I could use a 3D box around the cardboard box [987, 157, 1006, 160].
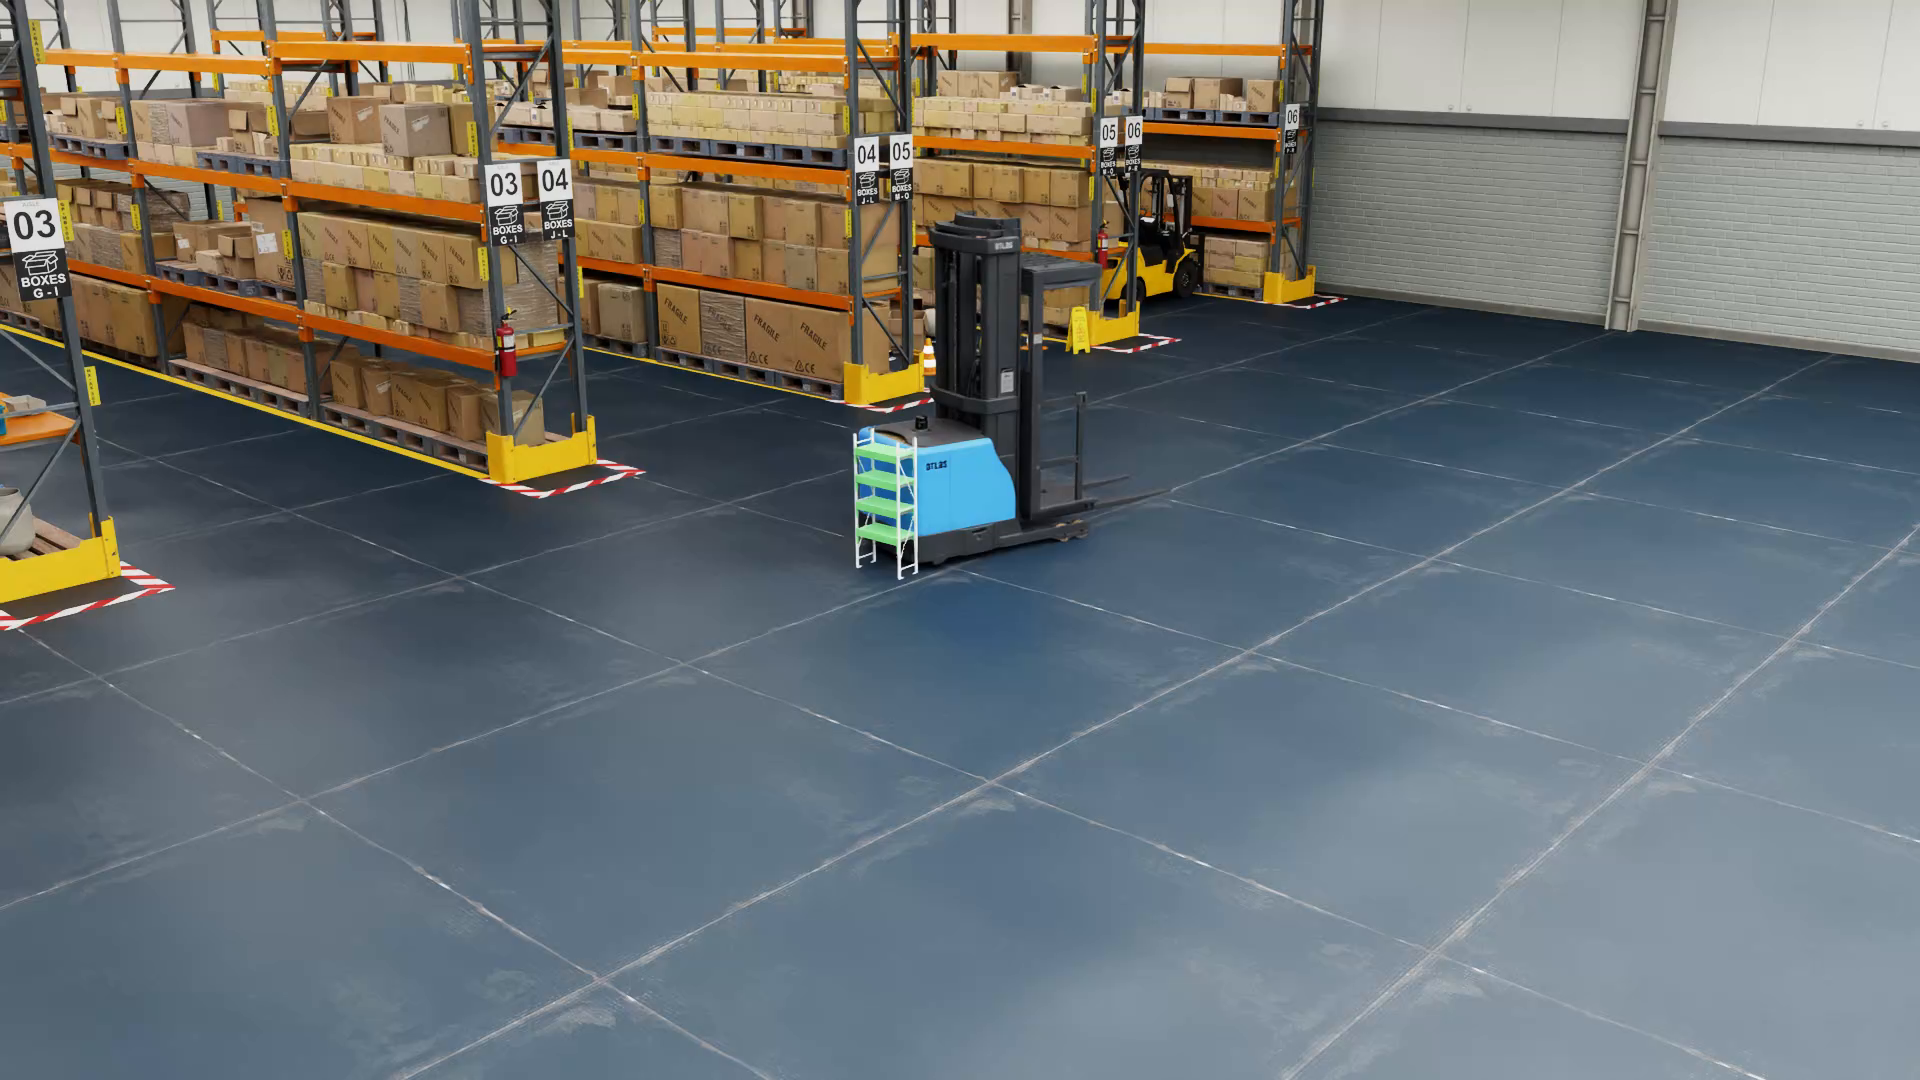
[{"bbox_3d":[0.728,-7.263,31.938,0.250,0.149,0.380,15,23,39],"label":"cardboard box"}]

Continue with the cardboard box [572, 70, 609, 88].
[{"bbox_3d":[-7.031,-8.692,31.696,0.500,0.500,0.500,16,23,40],"label":"cardboard box"}]

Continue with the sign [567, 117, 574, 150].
[{"bbox_3d":[-3.973,-4.119,16.866,0.005,0.325,0.100,15,23,39],"label":"sign"}]

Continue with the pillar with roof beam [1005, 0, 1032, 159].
[{"bbox_3d":[-1.731,-8.950,28.573,0.400,9.000,9.100,15,23,39],"label":"pillar with roof beam"}]

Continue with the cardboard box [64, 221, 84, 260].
[{"bbox_3d":[-12.379,-4.257,23.538,0.500,0.500,0.500,14,23,38],"label":"cardboard box"}]

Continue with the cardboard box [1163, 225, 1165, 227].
[{"bbox_3d":[3.431,-5.532,29.919,0.500,0.250,0.500,15,23,38],"label":"cardboard box"}]

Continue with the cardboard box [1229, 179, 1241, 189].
[{"bbox_3d":[4.727,-5.989,27.925,0.250,0.149,0.380,16,23,40],"label":"cardboard box"}]

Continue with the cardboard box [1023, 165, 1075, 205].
[{"bbox_3d":[1.344,-5.214,24.412,0.500,0.500,0.700,15,23,40],"label":"cardboard box"}]

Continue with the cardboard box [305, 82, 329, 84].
[{"bbox_3d":[-11.153,-7.885,28.941,0.250,0.149,0.380,14,22,38],"label":"cardboard box"}]

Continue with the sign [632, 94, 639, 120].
[{"bbox_3d":[-4.310,-5.756,22.095,0.005,0.325,0.100,15,23,39],"label":"sign"}]

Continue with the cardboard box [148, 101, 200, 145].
[{"bbox_3d":[-9.759,-5.216,20.778,0.500,0.500,0.500,15,23,40],"label":"cardboard box"}]

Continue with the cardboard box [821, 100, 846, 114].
[{"bbox_3d":[-1.442,-5.180,19.893,0.250,0.149,0.380,15,23,40],"label":"cardboard box"}]

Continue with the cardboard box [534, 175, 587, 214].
[{"bbox_3d":[-5.855,-5.086,24.499,0.500,0.500,0.700,15,23,38],"label":"cardboard box"}]

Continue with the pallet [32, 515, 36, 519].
[{"bbox_3d":[-9.221,-0.114,15.260,1.213,0.211,1.003,15,23,39],"label":"pallet"}]

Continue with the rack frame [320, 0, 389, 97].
[{"bbox_3d":[-9.940,-8.520,27.222,0.127,3.000,1.000,15,23,39],"label":"rack frame"}]

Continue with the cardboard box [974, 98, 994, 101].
[{"bbox_3d":[0.425,-6.665,25.431,0.250,0.149,0.380,14,23,38],"label":"cardboard box"}]

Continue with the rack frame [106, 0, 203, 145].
[{"bbox_3d":[-10.316,-6.615,21.219,0.127,3.000,1.000,15,23,39],"label":"rack frame"}]

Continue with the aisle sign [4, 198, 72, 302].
[{"bbox_3d":[-7.372,-2.320,13.304,0.004,0.787,0.394,15,23,39],"label":"aisle sign"}]

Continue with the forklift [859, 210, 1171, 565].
[{"bbox_3d":[0.591,-1.503,15.139,3.031,2.935,1.130,-11,21,-32],"label":"forklift"}]

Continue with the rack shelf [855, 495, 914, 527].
[{"bbox_3d":[-0.636,-0.249,14.262,0.480,0.148,0.258,14,22,37],"label":"rack shelf"}]

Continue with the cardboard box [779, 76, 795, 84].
[{"bbox_3d":[-3.506,-9.465,34.222,0.250,0.149,0.380,16,24,41],"label":"cardboard box"}]

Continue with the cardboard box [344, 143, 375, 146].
[{"bbox_3d":[-6.750,-4.427,18.870,0.250,0.149,0.380,15,23,40],"label":"cardboard box"}]

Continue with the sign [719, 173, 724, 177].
[{"bbox_3d":[-4.104,-6.424,28.618,0.005,0.325,0.100,15,23,39],"label":"sign"}]

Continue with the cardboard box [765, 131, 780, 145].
[{"bbox_3d":[-2.200,-5.004,20.655,0.250,0.149,0.380,15,23,38],"label":"cardboard box"}]

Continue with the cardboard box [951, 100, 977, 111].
[{"bbox_3d":[0.075,-6.550,25.069,0.250,0.149,0.380,14,22,37],"label":"cardboard box"}]

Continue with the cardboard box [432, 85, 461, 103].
[{"bbox_3d":[-7.817,-6.822,25.398,0.258,0.266,0.396,15,23,39],"label":"cardboard box"}]

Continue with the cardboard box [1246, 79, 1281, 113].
[{"bbox_3d":[5.044,-7.275,27.230,0.500,0.500,0.500,16,24,41],"label":"cardboard box"}]

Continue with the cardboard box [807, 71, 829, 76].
[{"bbox_3d":[-2.944,-9.731,34.372,0.258,0.266,0.396,15,23,39],"label":"cardboard box"}]

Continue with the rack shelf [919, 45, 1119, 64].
[{"bbox_3d":[1.049,-9.046,30.729,4.000,0.370,1.077,15,23,39],"label":"rack shelf"}]

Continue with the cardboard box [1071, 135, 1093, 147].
[{"bbox_3d":[1.792,-5.710,23.740,0.250,0.149,0.380,15,23,39],"label":"cardboard box"}]

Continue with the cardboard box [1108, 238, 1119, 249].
[{"bbox_3d":[2.128,-4.387,24.530,0.250,0.149,0.380,15,23,39],"label":"cardboard box"}]

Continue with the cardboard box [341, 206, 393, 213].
[{"bbox_3d":[-6.805,-3.591,19.296,0.500,0.500,0.500,15,23,39],"label":"cardboard box"}]

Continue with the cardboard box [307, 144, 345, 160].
[{"bbox_3d":[-7.042,-4.328,18.559,0.250,0.149,0.380,14,22,37],"label":"cardboard box"}]

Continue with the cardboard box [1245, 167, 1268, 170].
[{"bbox_3d":[5.047,-6.240,28.224,0.250,0.149,0.380,16,23,40],"label":"cardboard box"}]

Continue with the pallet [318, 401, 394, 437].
[{"bbox_3d":[-6.799,-1.497,19.618,1.213,0.211,1.003,15,23,39],"label":"pallet"}]

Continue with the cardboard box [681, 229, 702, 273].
[{"bbox_3d":[-3.247,-3.950,22.488,0.550,0.550,0.875,15,23,39],"label":"cardboard box"}]

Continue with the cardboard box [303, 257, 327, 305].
[{"bbox_3d":[-7.029,-3.038,19.207,0.500,0.500,0.875,15,23,39],"label":"cardboard box"}]

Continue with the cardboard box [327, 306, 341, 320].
[{"bbox_3d":[-6.980,-2.625,18.977,0.250,0.149,0.380,15,23,39],"label":"cardboard box"}]

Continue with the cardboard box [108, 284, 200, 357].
[{"bbox_3d":[-10.819,-3.087,22.836,0.875,0.875,1.225,14,22,37],"label":"cardboard box"}]

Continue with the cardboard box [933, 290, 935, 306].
[{"bbox_3d":[-0.078,-3.800,26.117,0.500,0.250,0.500,17,24,42],"label":"cardboard box"}]

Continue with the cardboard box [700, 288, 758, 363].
[{"bbox_3d":[-2.856,-2.920,22.310,0.875,0.875,0.875,15,23,40],"label":"cardboard box"}]

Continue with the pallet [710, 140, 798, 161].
[{"bbox_3d":[-2.444,-5.031,21.330,1.213,0.211,1.003,15,23,39],"label":"pallet"}]

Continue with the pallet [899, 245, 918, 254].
[{"bbox_3d":[-0.980,-5.951,33.653,1.213,0.211,1.003,15,23,39],"label":"pallet"}]

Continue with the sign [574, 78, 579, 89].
[{"bbox_3d":[-7.098,-8.389,30.781,0.005,0.325,0.100,15,23,39],"label":"sign"}]

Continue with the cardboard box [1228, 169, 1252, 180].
[{"bbox_3d":[4.710,-6.127,27.869,0.250,0.149,0.380,16,23,40],"label":"cardboard box"}]

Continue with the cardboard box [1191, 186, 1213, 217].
[{"bbox_3d":[4.229,-5.812,28.439,0.500,0.500,0.500,14,23,38],"label":"cardboard box"}]

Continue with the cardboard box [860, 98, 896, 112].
[{"bbox_3d":[-1.003,-5.329,20.360,0.250,0.149,0.380,15,23,40],"label":"cardboard box"}]

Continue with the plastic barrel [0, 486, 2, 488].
[{"bbox_3d":[-8.538,-0.259,14.526,0.421,0.512,0.421,0,18,0],"label":"plastic barrel"}]

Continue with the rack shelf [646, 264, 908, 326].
[{"bbox_3d":[-2.461,-3.310,21.911,4.000,0.370,1.077,15,23,39],"label":"rack shelf"}]

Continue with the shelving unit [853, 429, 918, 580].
[{"bbox_3d":[-0.636,-0.310,14.243,0.503,1.200,0.258,14,22,37],"label":"shelving unit"}]

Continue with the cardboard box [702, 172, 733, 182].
[{"bbox_3d":[-4.299,-6.567,29.165,0.500,0.500,0.500,14,23,38],"label":"cardboard box"}]

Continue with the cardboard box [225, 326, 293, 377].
[{"bbox_3d":[-8.950,-2.424,21.333,0.700,0.500,0.500,-16,24,-41],"label":"cardboard box"}]

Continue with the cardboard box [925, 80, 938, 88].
[{"bbox_3d":[-0.538,-8.948,32.626,0.250,0.149,0.380,14,22,37],"label":"cardboard box"}]

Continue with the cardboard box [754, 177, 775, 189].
[{"bbox_3d":[-3.161,-6.142,28.293,0.500,0.500,0.500,17,24,42],"label":"cardboard box"}]

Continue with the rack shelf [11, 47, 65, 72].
[{"bbox_3d":[-14.804,-7.287,25.184,4.000,0.370,1.077,15,23,39],"label":"rack shelf"}]

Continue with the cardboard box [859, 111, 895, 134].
[{"bbox_3d":[-1.156,-5.154,20.471,0.500,0.250,0.500,15,23,39],"label":"cardboard box"}]
